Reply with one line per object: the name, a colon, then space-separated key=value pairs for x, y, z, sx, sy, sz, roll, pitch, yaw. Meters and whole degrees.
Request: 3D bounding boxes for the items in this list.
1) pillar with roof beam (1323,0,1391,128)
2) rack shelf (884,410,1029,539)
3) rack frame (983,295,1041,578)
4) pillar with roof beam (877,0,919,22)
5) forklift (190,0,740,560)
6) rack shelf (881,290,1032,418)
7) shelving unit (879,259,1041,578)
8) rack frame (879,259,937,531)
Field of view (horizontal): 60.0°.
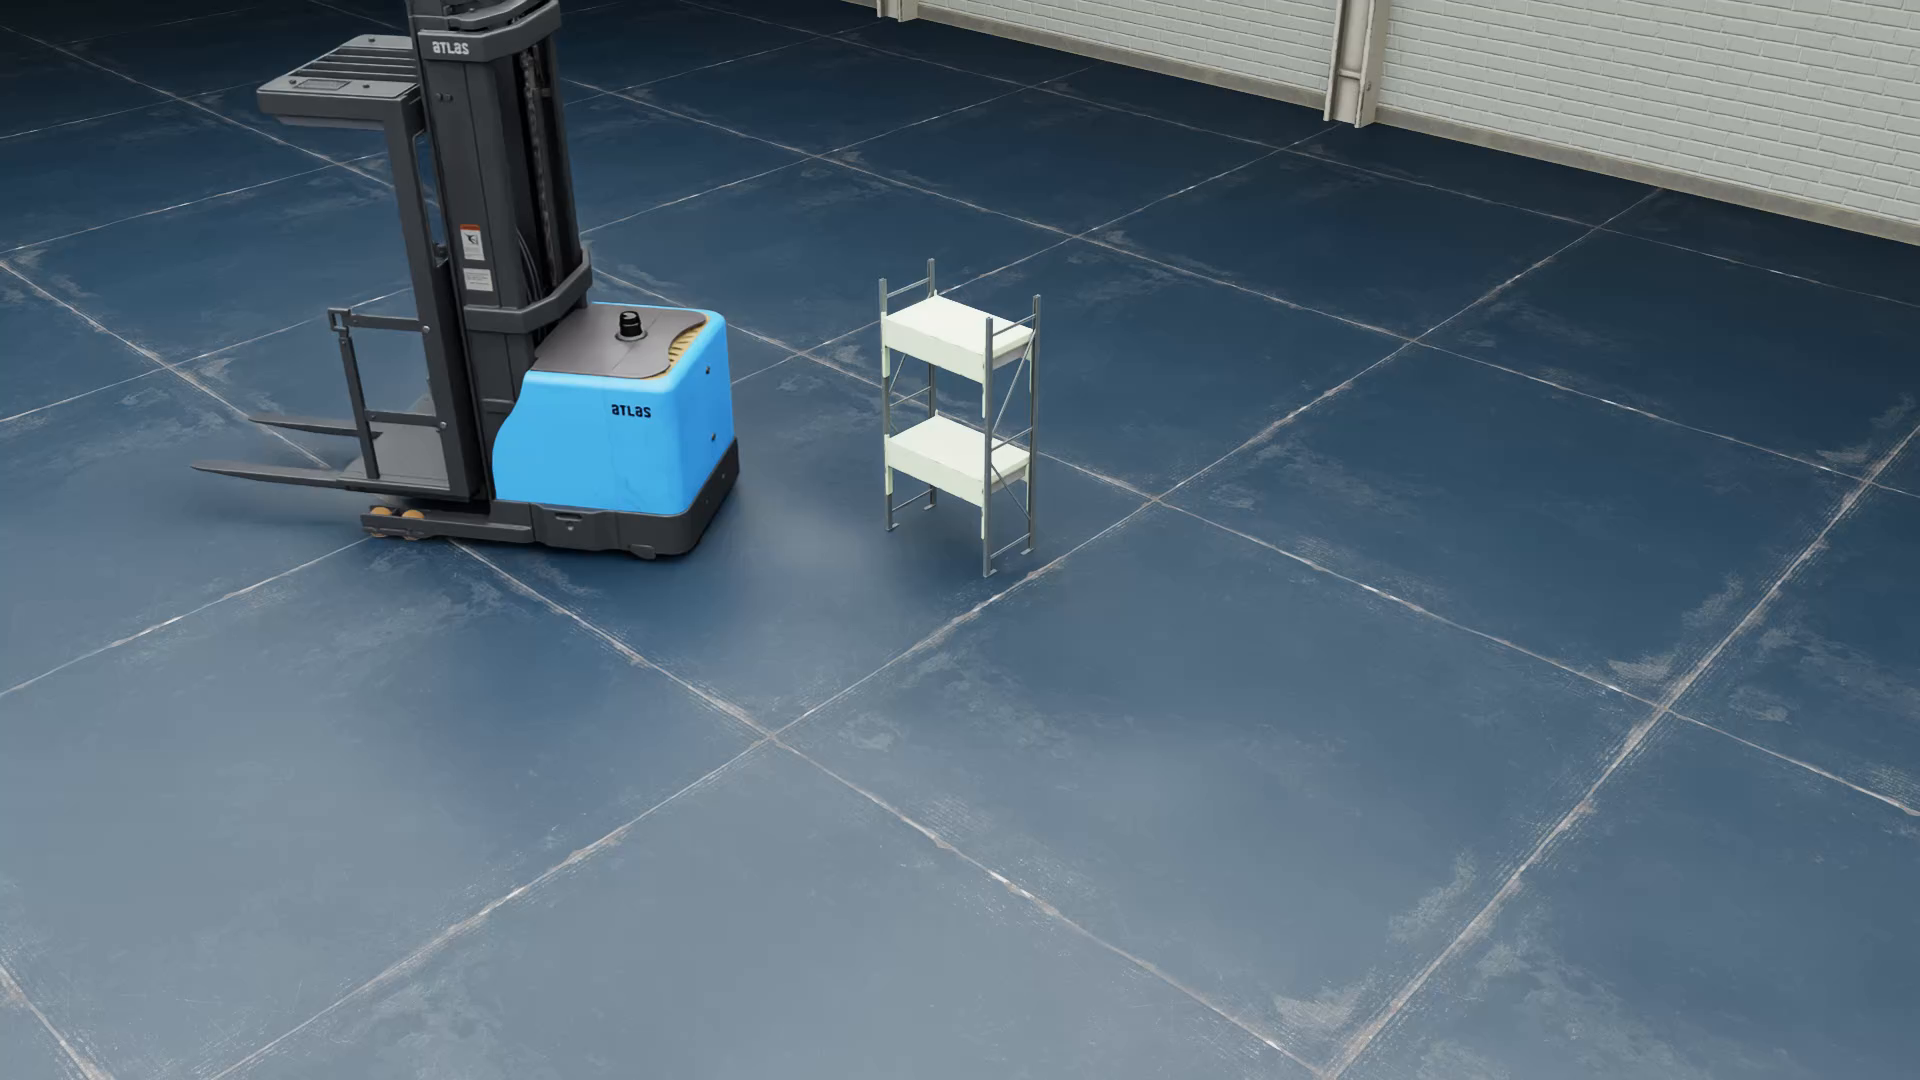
pillar with roof beam: x=0.840 y=-6.227 z=10.869 sx=0.400 sy=9.000 sz=9.100 roll=25 pitch=39 yaw=35
rack shelf: x=-0.005 y=-0.366 z=9.035 sx=0.720 sy=0.370 sz=0.431 roll=25 pitch=39 yaw=35
rack frame: x=0.266 y=-0.518 z=8.657 sx=0.023 sy=1.500 sz=0.400 roll=25 pitch=39 yaw=35
pillar with roof beam: x=-3.609 y=-8.304 z=14.319 sx=0.400 sy=9.000 sz=9.100 roll=25 pitch=39 yaw=35
forklift: x=-2.862 y=-1.513 z=8.921 sx=3.031 sy=2.935 sz=1.130 roll=5 pitch=31 yaw=9
rack shelf: x=-0.005 y=-0.979 z=8.666 sx=0.720 sy=0.370 sz=0.431 roll=25 pitch=39 yaw=35
shelving unit: x=-0.005 y=-0.645 z=8.867 sx=0.755 sy=1.500 sz=0.431 roll=25 pitch=39 yaw=35
rack frame: x=-0.276 y=-0.772 z=9.077 sx=0.023 sy=1.500 sz=0.400 roll=25 pitch=39 yaw=35
